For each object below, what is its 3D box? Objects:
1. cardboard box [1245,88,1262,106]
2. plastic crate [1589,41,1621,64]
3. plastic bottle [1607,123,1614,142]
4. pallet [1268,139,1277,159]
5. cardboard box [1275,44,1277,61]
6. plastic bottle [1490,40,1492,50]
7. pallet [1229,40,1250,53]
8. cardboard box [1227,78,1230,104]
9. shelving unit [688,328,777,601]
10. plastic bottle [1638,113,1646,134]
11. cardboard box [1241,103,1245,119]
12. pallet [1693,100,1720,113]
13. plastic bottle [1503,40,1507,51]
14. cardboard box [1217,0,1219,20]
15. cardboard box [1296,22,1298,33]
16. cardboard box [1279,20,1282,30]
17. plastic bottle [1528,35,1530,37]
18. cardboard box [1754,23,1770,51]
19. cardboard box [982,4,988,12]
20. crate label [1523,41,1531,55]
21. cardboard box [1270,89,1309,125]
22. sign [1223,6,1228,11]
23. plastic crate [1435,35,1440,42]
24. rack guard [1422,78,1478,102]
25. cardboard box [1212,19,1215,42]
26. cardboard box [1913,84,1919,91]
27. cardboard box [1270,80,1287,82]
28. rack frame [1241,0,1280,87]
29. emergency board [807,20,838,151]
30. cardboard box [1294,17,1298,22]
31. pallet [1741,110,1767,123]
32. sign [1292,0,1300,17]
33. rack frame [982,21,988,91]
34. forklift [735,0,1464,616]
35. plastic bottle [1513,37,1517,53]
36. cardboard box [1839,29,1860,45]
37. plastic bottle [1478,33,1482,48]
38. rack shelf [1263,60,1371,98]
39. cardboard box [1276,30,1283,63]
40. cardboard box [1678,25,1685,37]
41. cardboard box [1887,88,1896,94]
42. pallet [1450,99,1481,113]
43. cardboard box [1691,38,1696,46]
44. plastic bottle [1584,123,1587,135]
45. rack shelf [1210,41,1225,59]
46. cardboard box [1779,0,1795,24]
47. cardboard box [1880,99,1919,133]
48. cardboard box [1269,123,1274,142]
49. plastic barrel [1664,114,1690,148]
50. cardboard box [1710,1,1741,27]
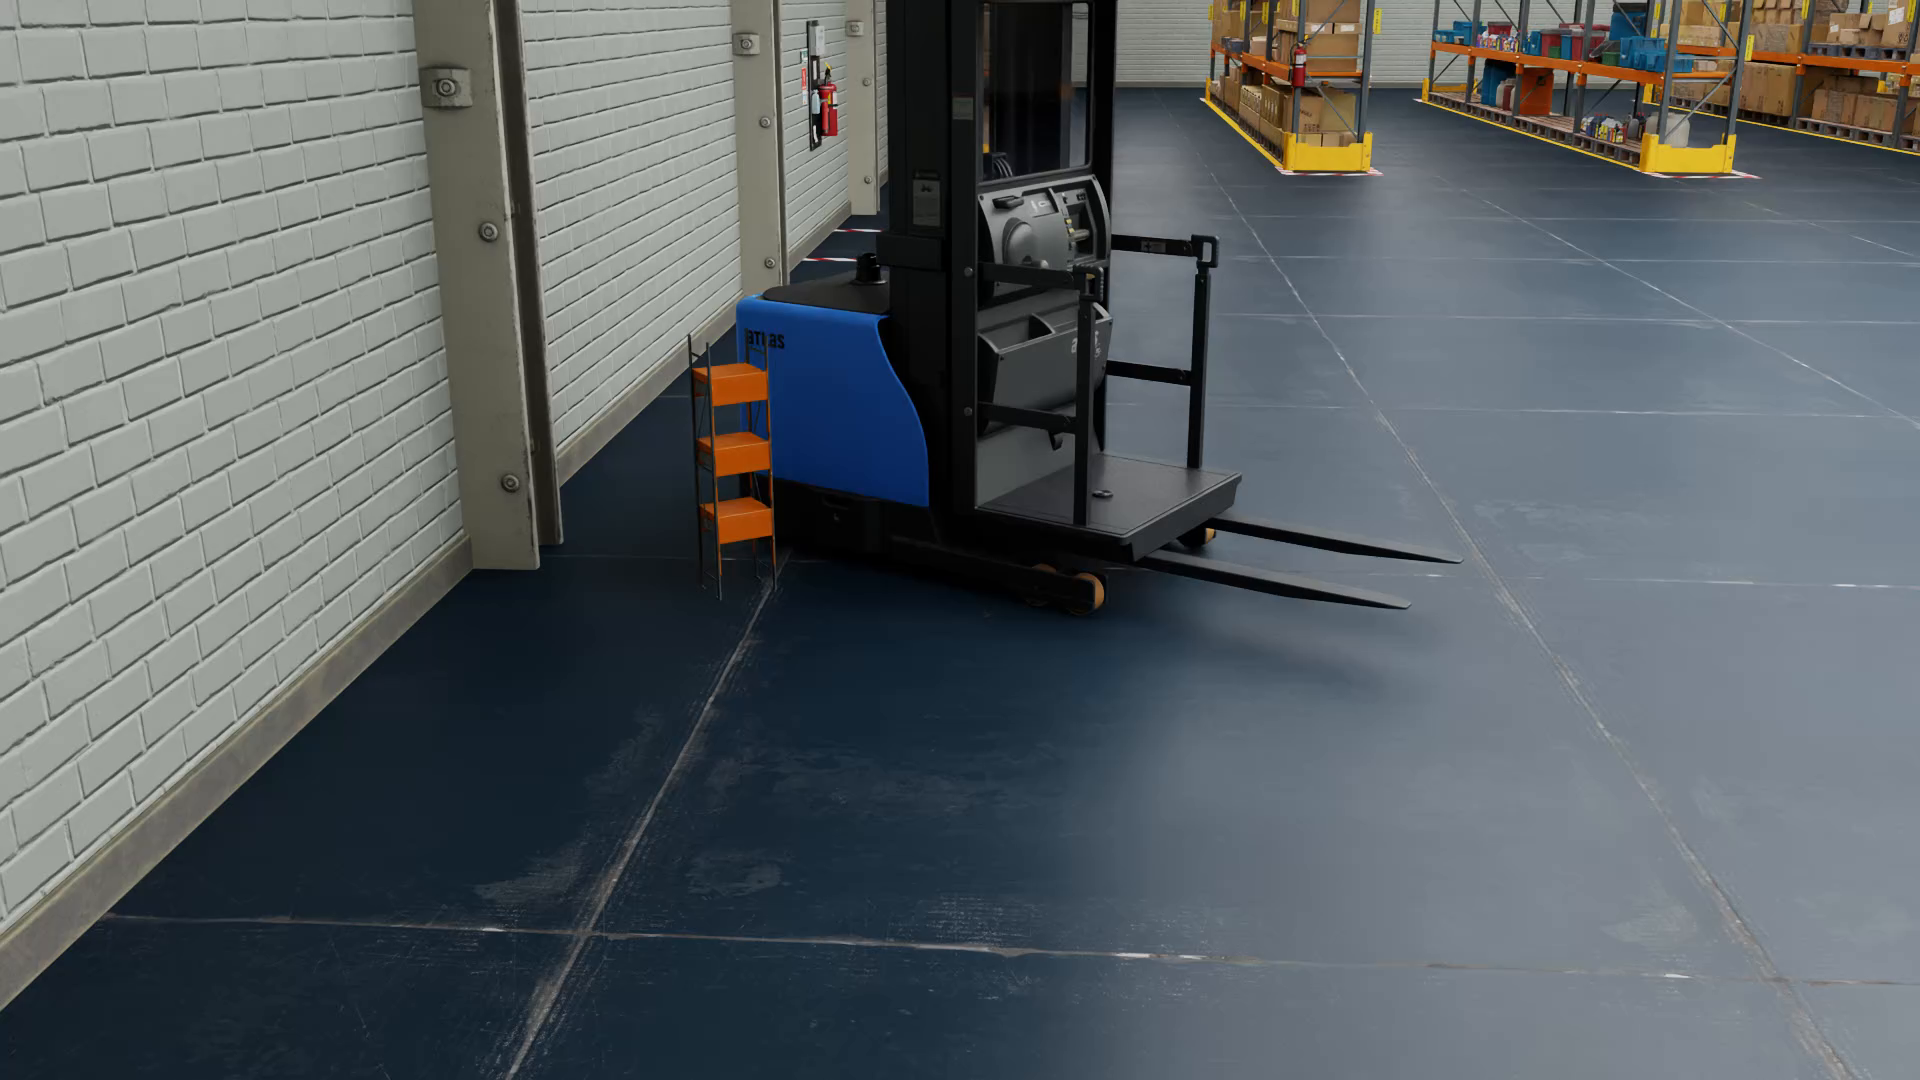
[{"bbox_3d":[5.286,-7.774,29.173,0.500,0.311,0.500,1,18,2],"label":"cardboard box"},{"bbox_3d":[10.174,-7.550,25.746,0.767,0.338,0.504,1,18,4],"label":"plastic crate"},{"bbox_3d":[9.801,-6.112,24.927,0.152,0.276,0.135,1,18,2],"label":"plastic bottle"},{"bbox_3d":[5.214,-5.900,25.088,1.003,0.211,1.213,1,18,4],"label":"pallet"},{"bbox_3d":[5.389,-7.933,27.057,0.500,0.250,0.500,2,18,7],"label":"cardboard box"},{"bbox_3d":[10.396,-9.671,32.439,0.097,0.201,0.097,0,18,0],"label":"plastic bottle"},{"bbox_3d":[5.663,-9.214,31.033,1.213,0.211,1.003,1,18,4],"label":"pallet"},{"bbox_3d":[5.666,-9.046,33.520,0.500,0.500,0.500,2,18,5],"label":"cardboard box"},{"bbox_3d":[-0.909,-0.302,6.658,0.252,1.050,0.215,-11,21,-29],"label":"shelving unit"},{"bbox_3d":[10.566,-6.423,25.755,0.144,0.351,0.185,0,18,1],"label":"plastic bottle"},{"bbox_3d":[5.319,-7.674,29.766,0.500,0.250,0.500,1,18,2],"label":"cardboard box"},{"bbox_3d":[15.984,-9.022,34.618,1.003,0.211,1.213,1,18,4],"label":"pallet"},{"bbox_3d":[10.320,-9.341,31.431,0.097,0.201,0.097,0,18,0],"label":"plastic bottle"},{"bbox_3d":[5.892,-11.650,36.395,0.500,0.500,0.500,2,18,5],"label":"cardboard box"},{"bbox_3d":[5.004,-7.326,23.760,0.380,0.149,0.250,2,18,5],"label":"cardboard box"},{"bbox_3d":[5.151,-7.969,25.724,0.380,0.149,0.250,1,18,2],"label":"cardboard box"},{"bbox_3d":[11.134,-9.723,32.478,0.152,0.276,0.135,1,18,4],"label":"plastic bottle"},{"bbox_3d":[15.466,-9.551,31.593,0.500,0.500,0.500,2,18,5],"label":"cardboard box"},{"bbox_3d":[0.517,-9.904,30.955,0.500,0.250,0.500,2,18,5],"label":"cardboard box"},{"bbox_3d":[10.221,-8.779,29.667,0.303,0.233,0.416,1,18,4],"label":"crate label"},{"bbox_3d":[4.947,-6.497,24.970,0.500,0.500,0.500,1,18,4],"label":"cardboard box"},{"bbox_3d":[5.429,-10.756,34.042,0.100,0.325,0.005,1,18,4],"label":"sign"},{"bbox_3d":[10.747,-11.202,37.119,0.250,0.136,0.298,1,18,4],"label":"plastic crate"},{"bbox_3d":[11.187,-10.286,38.010,1.175,0.500,0.348,1,18,4],"label":"rack guard"},{"bbox_3d":[5.963,-11.493,37.520,0.500,0.500,0.500,2,18,5],"label":"cardboard box"},{"bbox_3d":[20.729,-9.719,35.692,0.380,0.149,0.250,0,18,1],"label":"cardboard box"},{"bbox_3d":[6.107,-8.730,32.555,0.500,0.500,0.500,1,18,2],"label":"cardboard box"},{"bbox_3d":[5.684,-9.093,30.356,1.000,3.000,0.127,1,18,4],"label":"rack frame"},{"bbox_3d":[-1.288,-4.324,15.803,0.194,1.169,0.643,1,18,4],"label":"emergency board"},{"bbox_3d":[5.229,-7.753,24.024,0.700,0.500,0.500,1,18,4],"label":"cardboard box"},{"bbox_3d":[15.787,-8.167,32.007,1.003,0.211,1.213,1,18,4],"label":"pallet"},{"bbox_3d":[4.571,-7.287,22.606,0.100,0.325,0.005,1,18,4],"label":"sign"},{"bbox_3d":[0.170,-6.718,23.107,1.000,3.000,0.127,1,18,4],"label":"rack frame"},{"bbox_3d":[0.525,-1.284,6.635,3.031,2.935,1.130,12,21,32],"label":"forklift"},{"bbox_3d":[10.245,-9.133,30.664,0.061,0.283,0.133,1,18,4],"label":"plastic bottle"},{"bbox_3d":[15.215,-8.483,28.062,0.500,0.250,0.500,1,18,2],"label":"cardboard box"},{"bbox_3d":[10.450,-10.022,33.379,0.061,0.283,0.133,1,18,4],"label":"plastic bottle"},{"bbox_3d":[5.254,-6.888,24.781,1.077,0.370,4.000,1,18,4],"label":"rack shelf"},{"bbox_3d":[5.372,-7.760,26.128,0.700,0.500,0.500,1,18,2],"label":"cardboard box"},{"bbox_3d":[15.764,-10.965,35.831,0.500,0.250,0.500,1,18,2],"label":"cardboard box"},{"bbox_3d":[20.722,-9.902,36.730,0.380,0.149,0.250,2,18,5],"label":"cardboard box"},{"bbox_3d":[10.926,-9.128,34.940,1.003,0.211,1.213,1,18,4],"label":"pallet"},{"bbox_3d":[15.639,-10.495,35.037,0.380,0.149,0.250,1,18,3],"label":"cardboard box"},{"bbox_3d":[9.863,-6.466,26.126,0.097,0.201,0.097,0,18,0],"label":"plastic bottle"},{"bbox_3d":[6.115,-10.614,36.155,1.077,0.370,4.000,1,18,4],"label":"rack shelf"},{"bbox_3d":[15.683,-9.824,30.815,0.797,0.503,0.637,2,18,5],"label":"cardboard box"},{"bbox_3d":[15.344,-6.840,26.787,0.700,0.500,0.500,0,18,0],"label":"cardboard box"},{"bbox_3d":[4.950,-6.140,25.087,0.500,0.250,0.500,1,18,4],"label":"cardboard box"},{"bbox_3d":[10.022,-5.720,23.383,0.421,0.512,0.421,0,18,0],"label":"plastic barrel"},{"bbox_3d":[15.618,-10.688,33.783,0.500,0.500,0.500,2,18,5],"label":"cardboard box"}]
